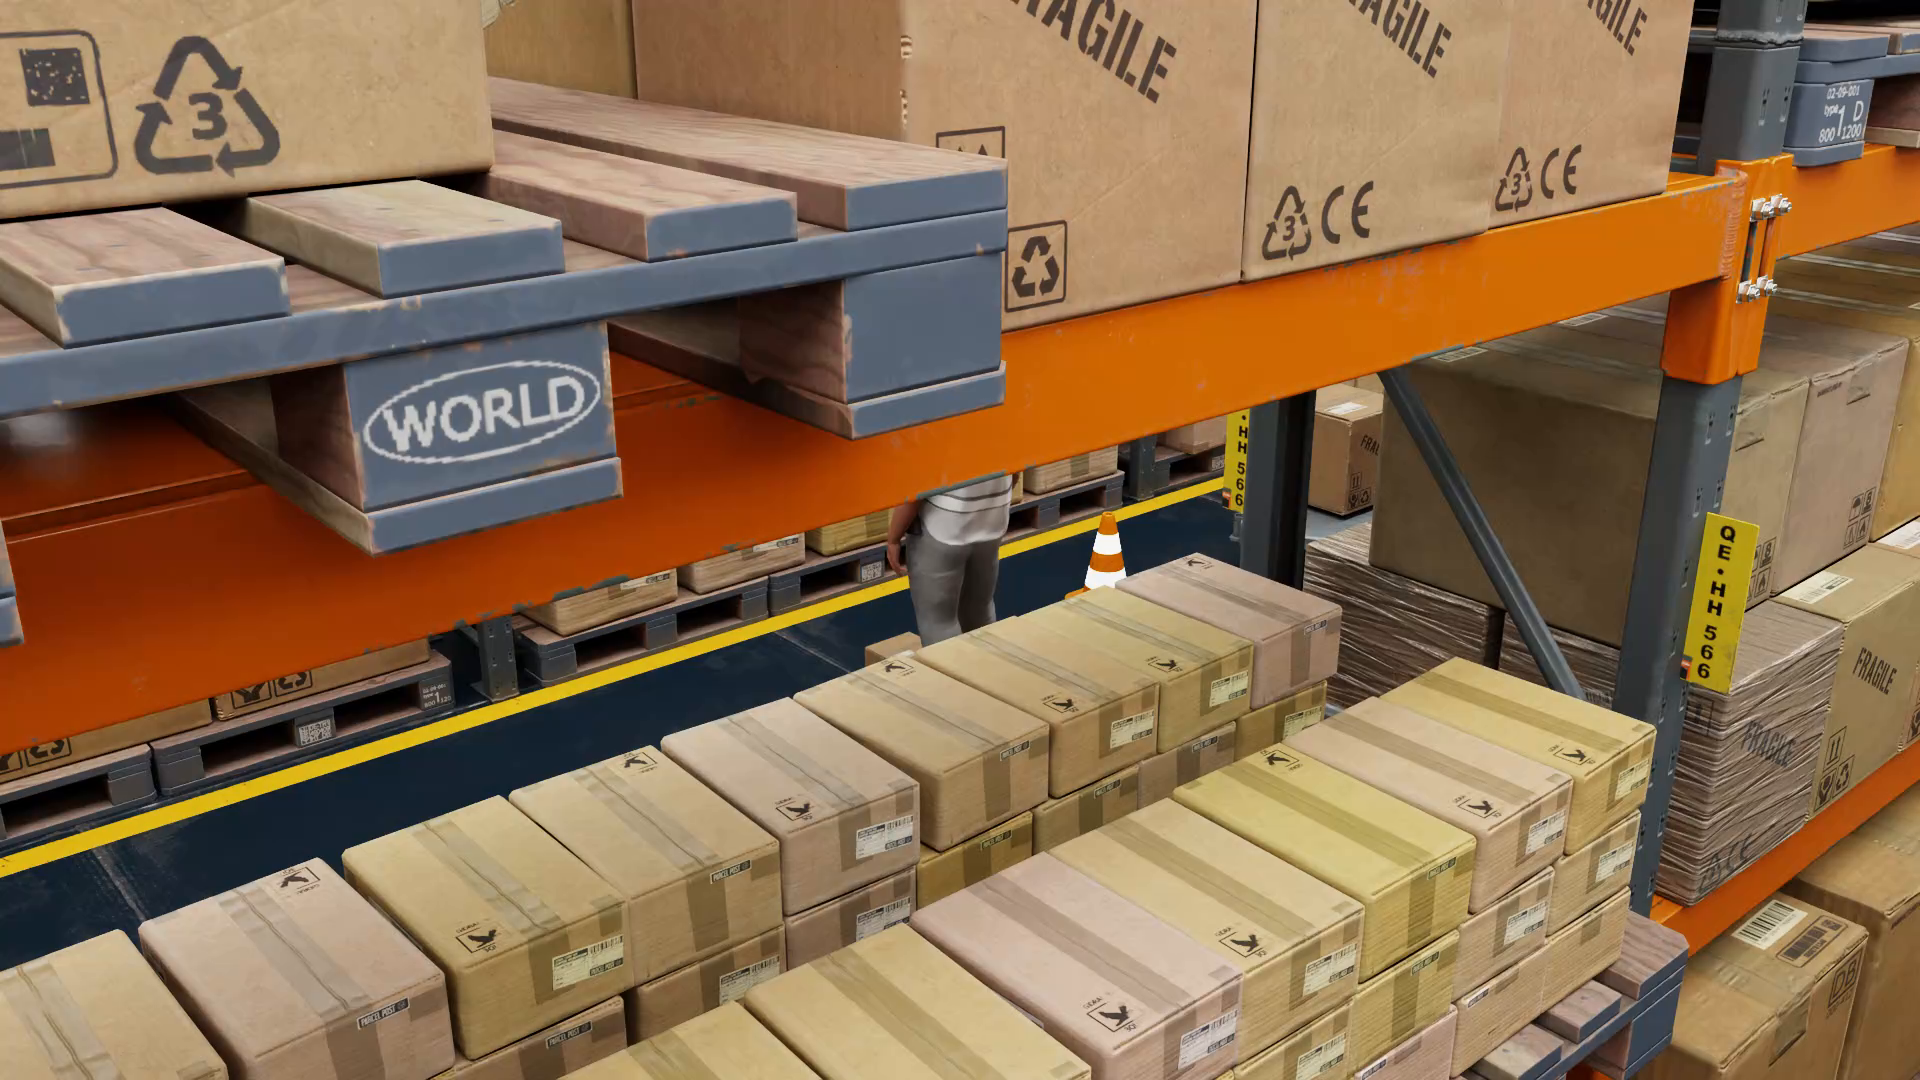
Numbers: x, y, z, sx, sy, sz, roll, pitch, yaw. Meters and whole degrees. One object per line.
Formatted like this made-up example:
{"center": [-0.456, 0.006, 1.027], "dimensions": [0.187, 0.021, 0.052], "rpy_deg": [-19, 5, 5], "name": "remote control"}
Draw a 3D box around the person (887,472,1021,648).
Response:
{"center": [-0.070, -0.093, 6.749], "dimensions": [0.640, 1.781, 0.575], "rpy_deg": [-17, 27, -37], "name": "person"}
